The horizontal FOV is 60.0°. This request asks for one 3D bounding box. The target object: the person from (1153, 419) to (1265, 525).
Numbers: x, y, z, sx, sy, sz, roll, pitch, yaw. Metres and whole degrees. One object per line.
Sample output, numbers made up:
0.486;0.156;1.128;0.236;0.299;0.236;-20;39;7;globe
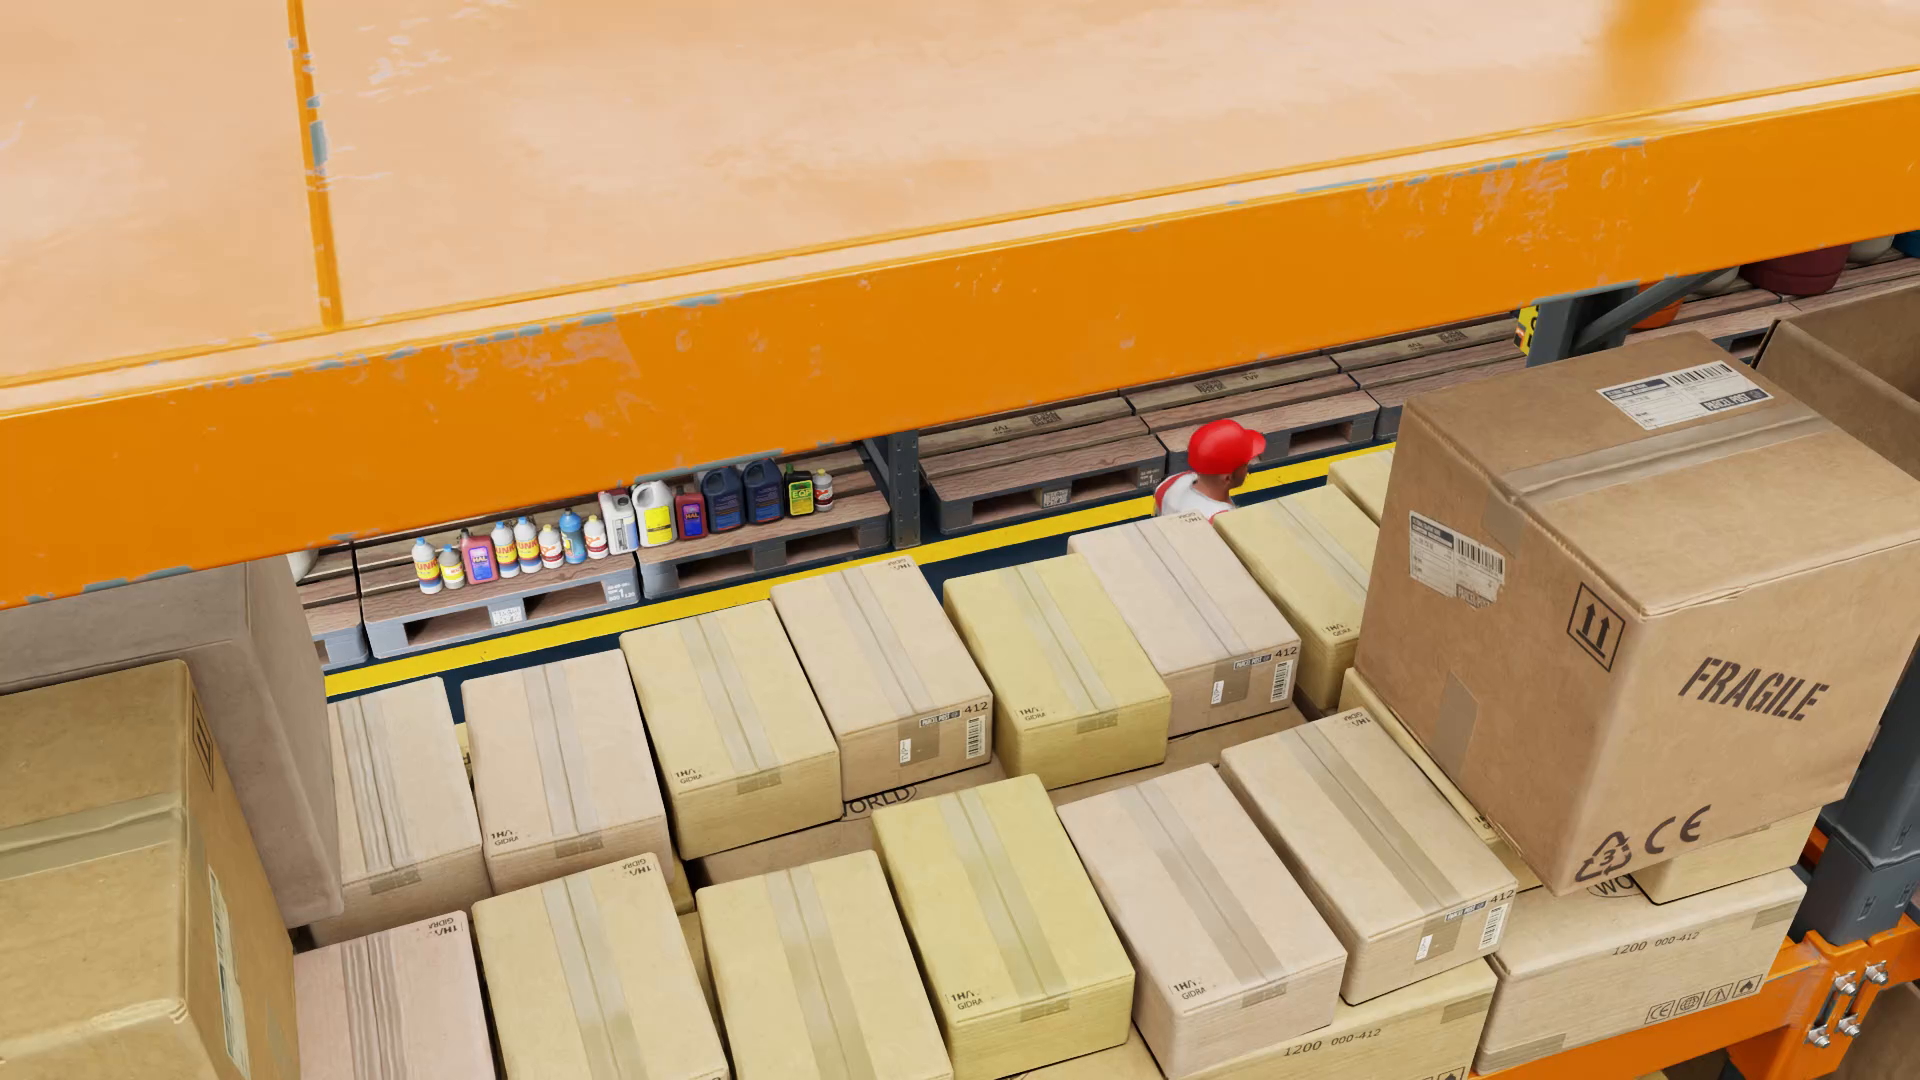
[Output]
0.932;0.321;6.212;0.563;1.805;0.577;-13;39;-16;person
